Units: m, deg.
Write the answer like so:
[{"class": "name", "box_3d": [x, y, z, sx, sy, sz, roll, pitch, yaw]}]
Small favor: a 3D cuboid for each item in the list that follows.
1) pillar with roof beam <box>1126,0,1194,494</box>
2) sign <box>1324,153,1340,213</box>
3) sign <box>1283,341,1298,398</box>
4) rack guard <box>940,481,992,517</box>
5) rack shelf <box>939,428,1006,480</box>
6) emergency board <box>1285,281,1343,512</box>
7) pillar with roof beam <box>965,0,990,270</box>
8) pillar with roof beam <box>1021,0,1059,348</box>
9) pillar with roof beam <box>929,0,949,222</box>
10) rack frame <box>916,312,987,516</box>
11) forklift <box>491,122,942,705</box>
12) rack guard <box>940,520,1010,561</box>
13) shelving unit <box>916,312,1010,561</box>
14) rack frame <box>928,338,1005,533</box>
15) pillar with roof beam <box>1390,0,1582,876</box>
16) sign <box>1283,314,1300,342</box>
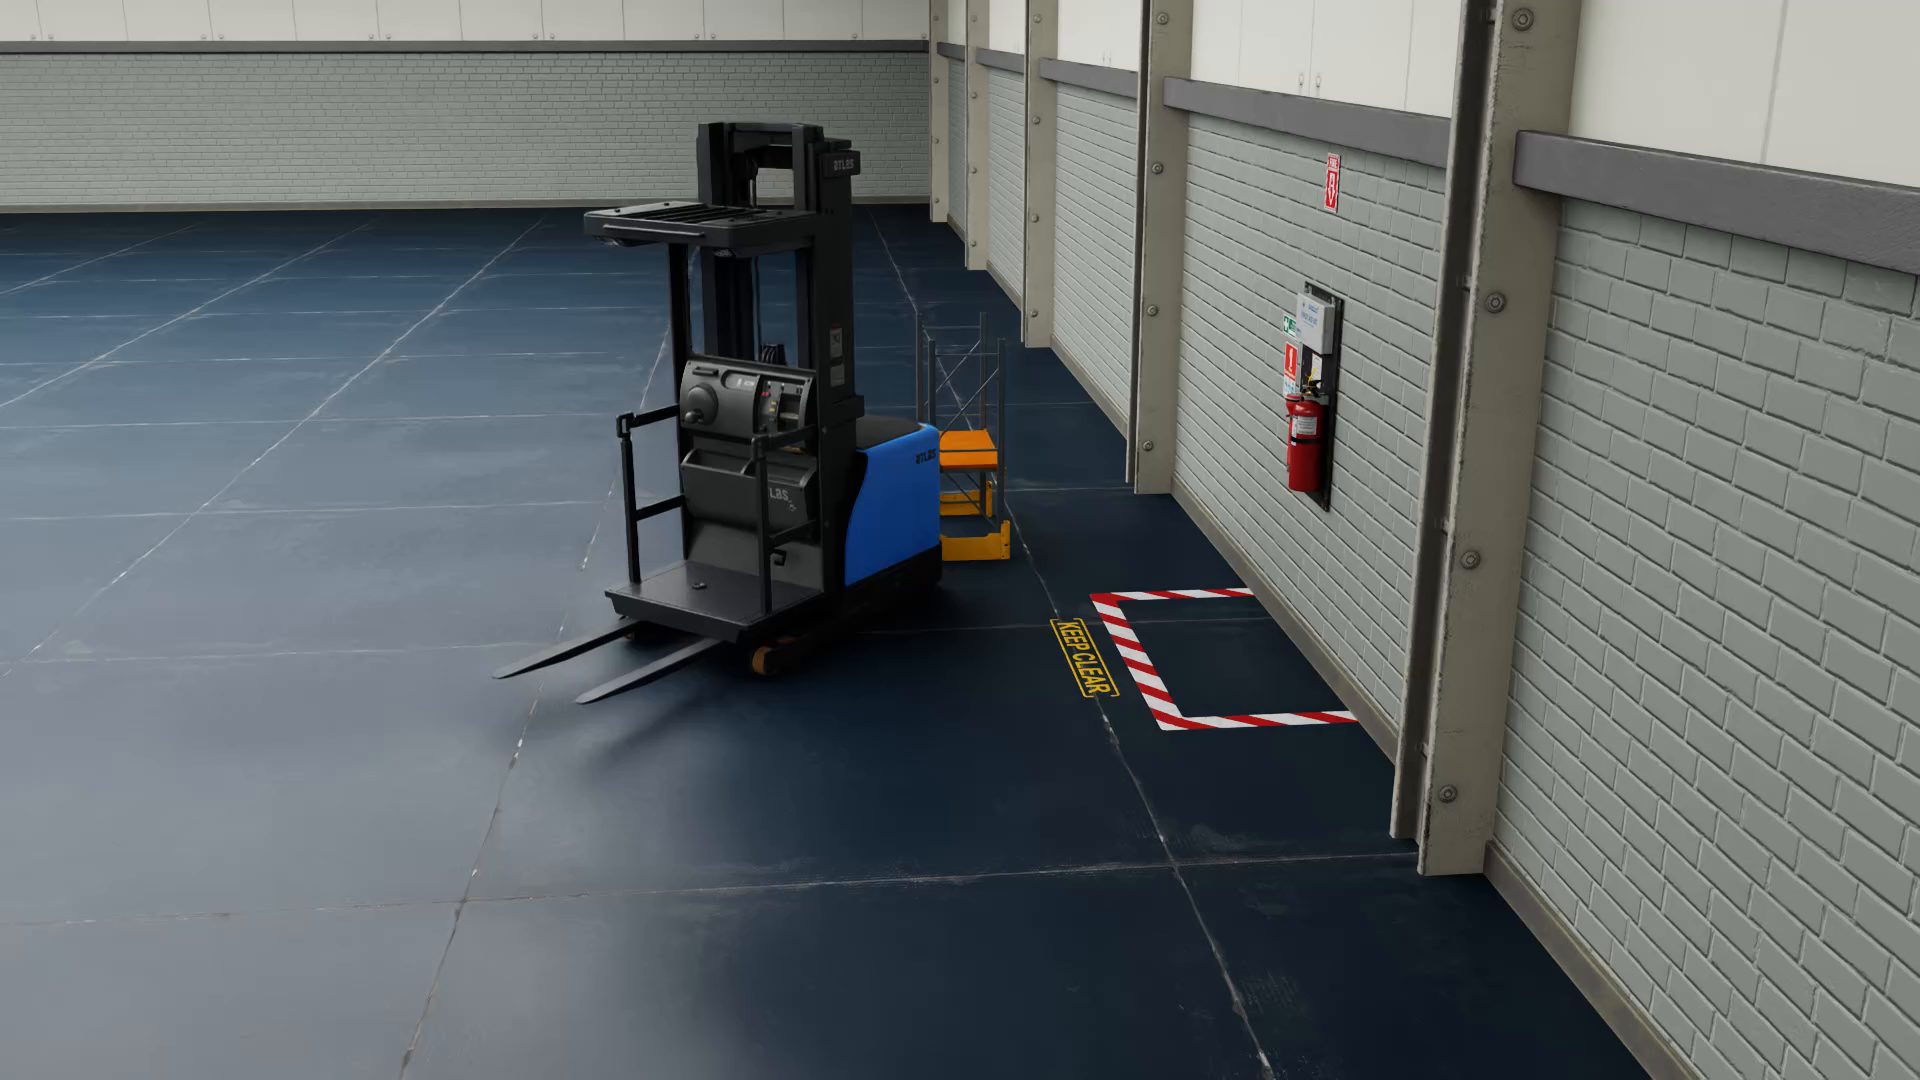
[{"class": "pillar with roof beam", "box_3d": [-2.796, -4.577, 11.232, 9.100, 9.000, 0.400, -2, 18, -6]}, {"class": "sign", "box_3d": [1.986, -1.909, 8.879, 0.001, 0.298, 0.199, -2, 18, -6]}, {"class": "sign", "box_3d": [1.934, -0.982, 9.739, 0.001, 0.329, 0.234, -2, 18, -6]}, {"class": "rack guard", "box_3d": [-0.059, -0.290, 12.185, 0.587, 0.250, 0.087, -2, 18, -6]}, {"class": "rack shelf", "box_3d": [-0.009, -0.569, 11.587, 0.538, 0.185, 1.000, -2, 18, -6]}, {"class": "emergency board", "box_3d": [1.888, -0.797, 9.209, 0.194, 1.169, 0.643, -2, 18, -6]}, {"class": "pillar with roof beam", "box_3d": [-4.034, -8.152, 22.620, 9.100, 9.000, 0.400, -2, 18, -6]}, {"class": "pillar with roof beam", "box_3d": [-3.415, -6.364, 16.926, 9.100, 9.000, 0.400, -2, 18, -6]}, {"class": "pillar with roof beam", "box_3d": [-4.652, -9.940, 28.314, 9.100, 9.000, 0.400, -2, 18, -6]}, {"class": "rack frame", "box_3d": [-0.061, -0.892, 12.016, 0.500, 1.500, 0.032, -2, 18, -6]}, {"class": "forklift", "box_3d": [-1.340, -0.800, 9.332, 1.130, 2.935, 3.031, 11, 21, 31]}, {"class": "rack guard", "box_3d": [0.043, 0.006, 11.239, 0.587, 0.250, 0.087, -2, 18, -6]}, {"class": "shelving unit", "box_3d": [-0.008, -0.738, 11.525, 0.587, 1.500, 1.083, -2, 18, -6]}, {"class": "rack frame", "box_3d": [0.044, -0.590, 11.051, 0.500, 1.500, 0.032, -2, 18, -6]}, {"class": "pillar with roof beam", "box_3d": [-2.177, -2.789, 5.538, 9.100, 9.000, 0.400, -2, 18, -6]}, {"class": "sign", "box_3d": [1.925, -1.234, 9.654, 0.001, 0.109, 0.331, -2, 18, -6]}]
